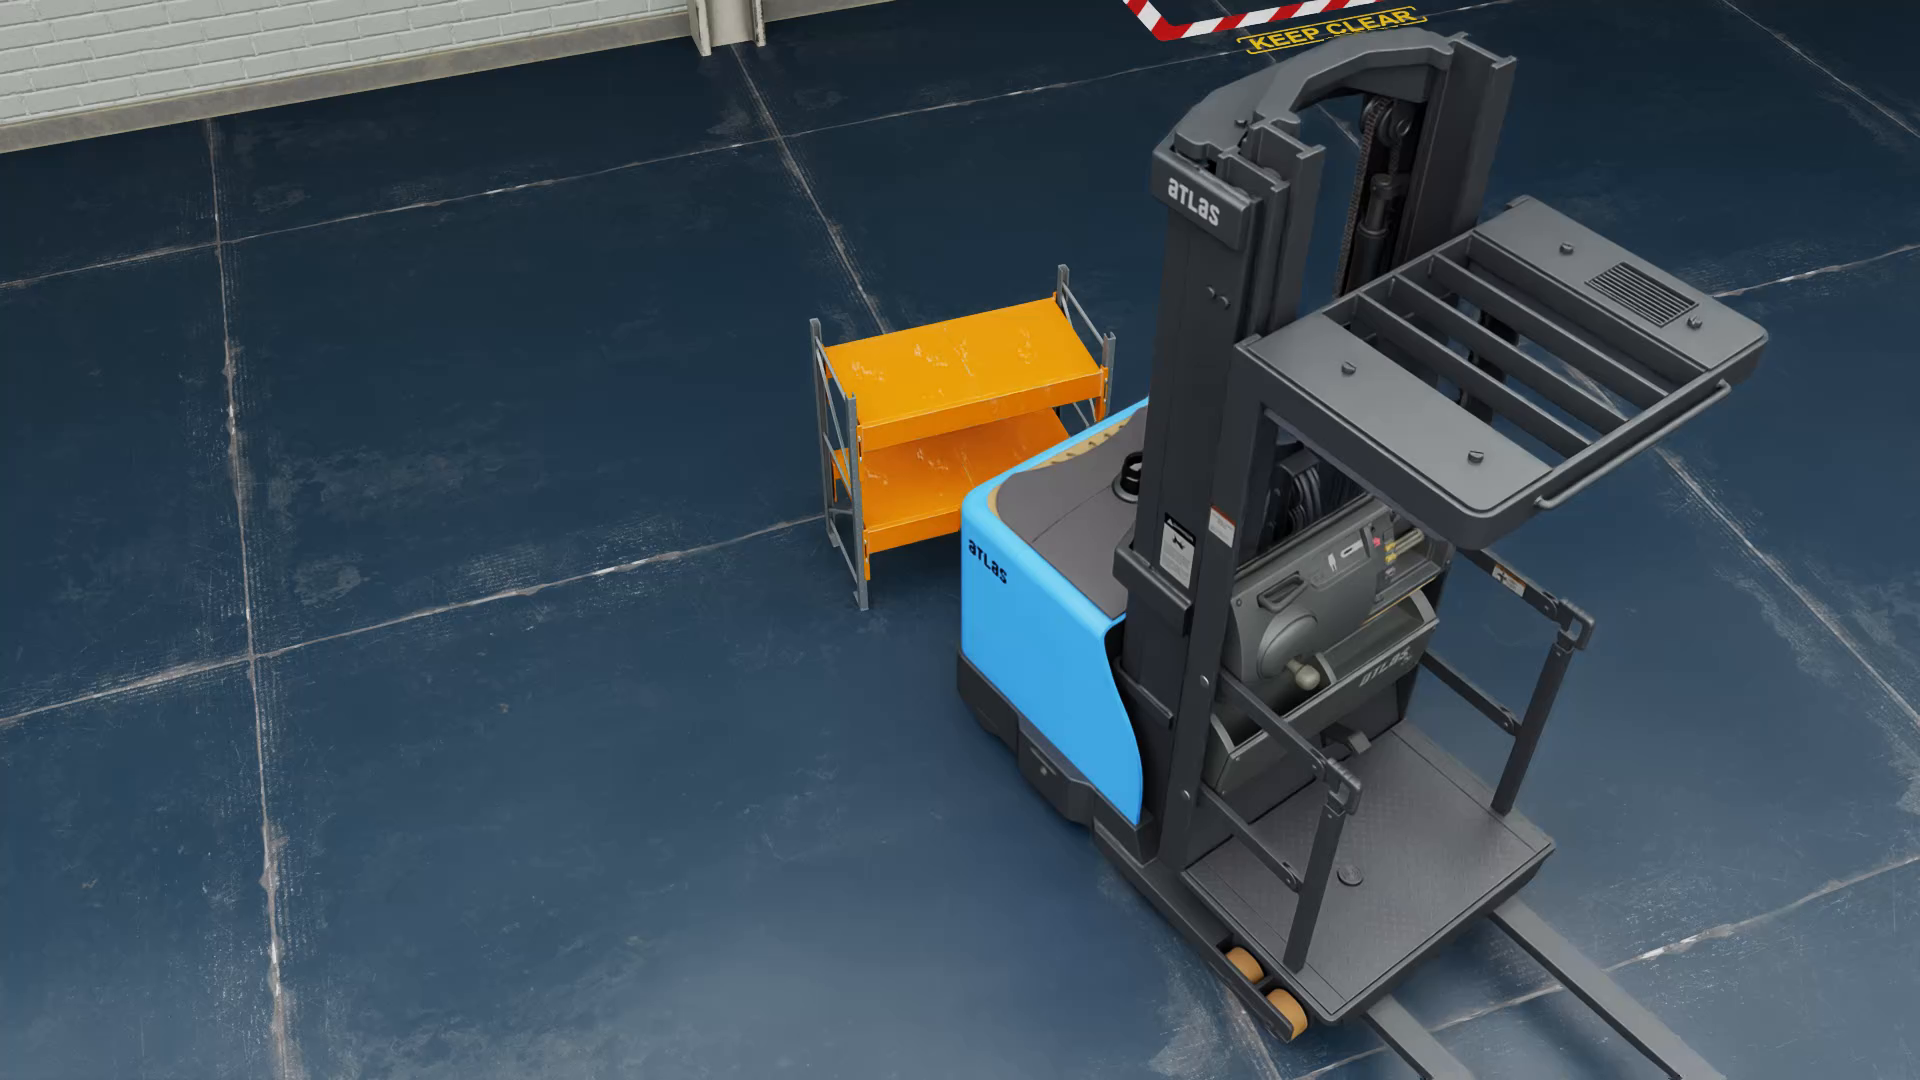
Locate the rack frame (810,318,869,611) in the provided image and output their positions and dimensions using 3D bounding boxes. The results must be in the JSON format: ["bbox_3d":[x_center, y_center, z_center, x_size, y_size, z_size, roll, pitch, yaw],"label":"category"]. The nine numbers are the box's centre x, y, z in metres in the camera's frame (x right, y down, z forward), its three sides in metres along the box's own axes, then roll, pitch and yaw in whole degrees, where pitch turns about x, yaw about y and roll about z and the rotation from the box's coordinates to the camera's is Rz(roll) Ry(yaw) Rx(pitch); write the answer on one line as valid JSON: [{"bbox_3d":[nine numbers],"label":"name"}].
[{"bbox_3d":[-0.472,-0.276,6.541,0.032,1.125,0.500,-14,47,-14],"label":"rack frame"}]

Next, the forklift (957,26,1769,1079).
[{"bbox_3d":[1.278,0.195,4.796,1.130,2.935,3.031,-28,52,-25],"label":"forklift"}]

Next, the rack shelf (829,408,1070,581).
[{"bbox_3d":[0.006,-0.226,6.836,1.000,0.278,0.538,-14,47,-14],"label":"rack shelf"}]

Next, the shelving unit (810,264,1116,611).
[{"bbox_3d":[0.006,-0.399,6.663,1.048,1.125,0.538,-14,47,-14],"label":"shelving unit"}]

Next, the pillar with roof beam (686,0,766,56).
[{"bbox_3d":[0.054,-3.351,4.046,0.400,9.000,9.100,-14,47,-14],"label":"pillar with roof beam"}]

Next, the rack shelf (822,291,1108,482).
[{"bbox_3d":[0.006,-0.605,6.455,1.000,0.278,0.538,-14,47,-14],"label":"rack shelf"}]

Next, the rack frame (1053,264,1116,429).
[{"bbox_3d":[0.485,-0.521,6.784,0.032,1.125,0.500,-14,47,-14],"label":"rack frame"}]
